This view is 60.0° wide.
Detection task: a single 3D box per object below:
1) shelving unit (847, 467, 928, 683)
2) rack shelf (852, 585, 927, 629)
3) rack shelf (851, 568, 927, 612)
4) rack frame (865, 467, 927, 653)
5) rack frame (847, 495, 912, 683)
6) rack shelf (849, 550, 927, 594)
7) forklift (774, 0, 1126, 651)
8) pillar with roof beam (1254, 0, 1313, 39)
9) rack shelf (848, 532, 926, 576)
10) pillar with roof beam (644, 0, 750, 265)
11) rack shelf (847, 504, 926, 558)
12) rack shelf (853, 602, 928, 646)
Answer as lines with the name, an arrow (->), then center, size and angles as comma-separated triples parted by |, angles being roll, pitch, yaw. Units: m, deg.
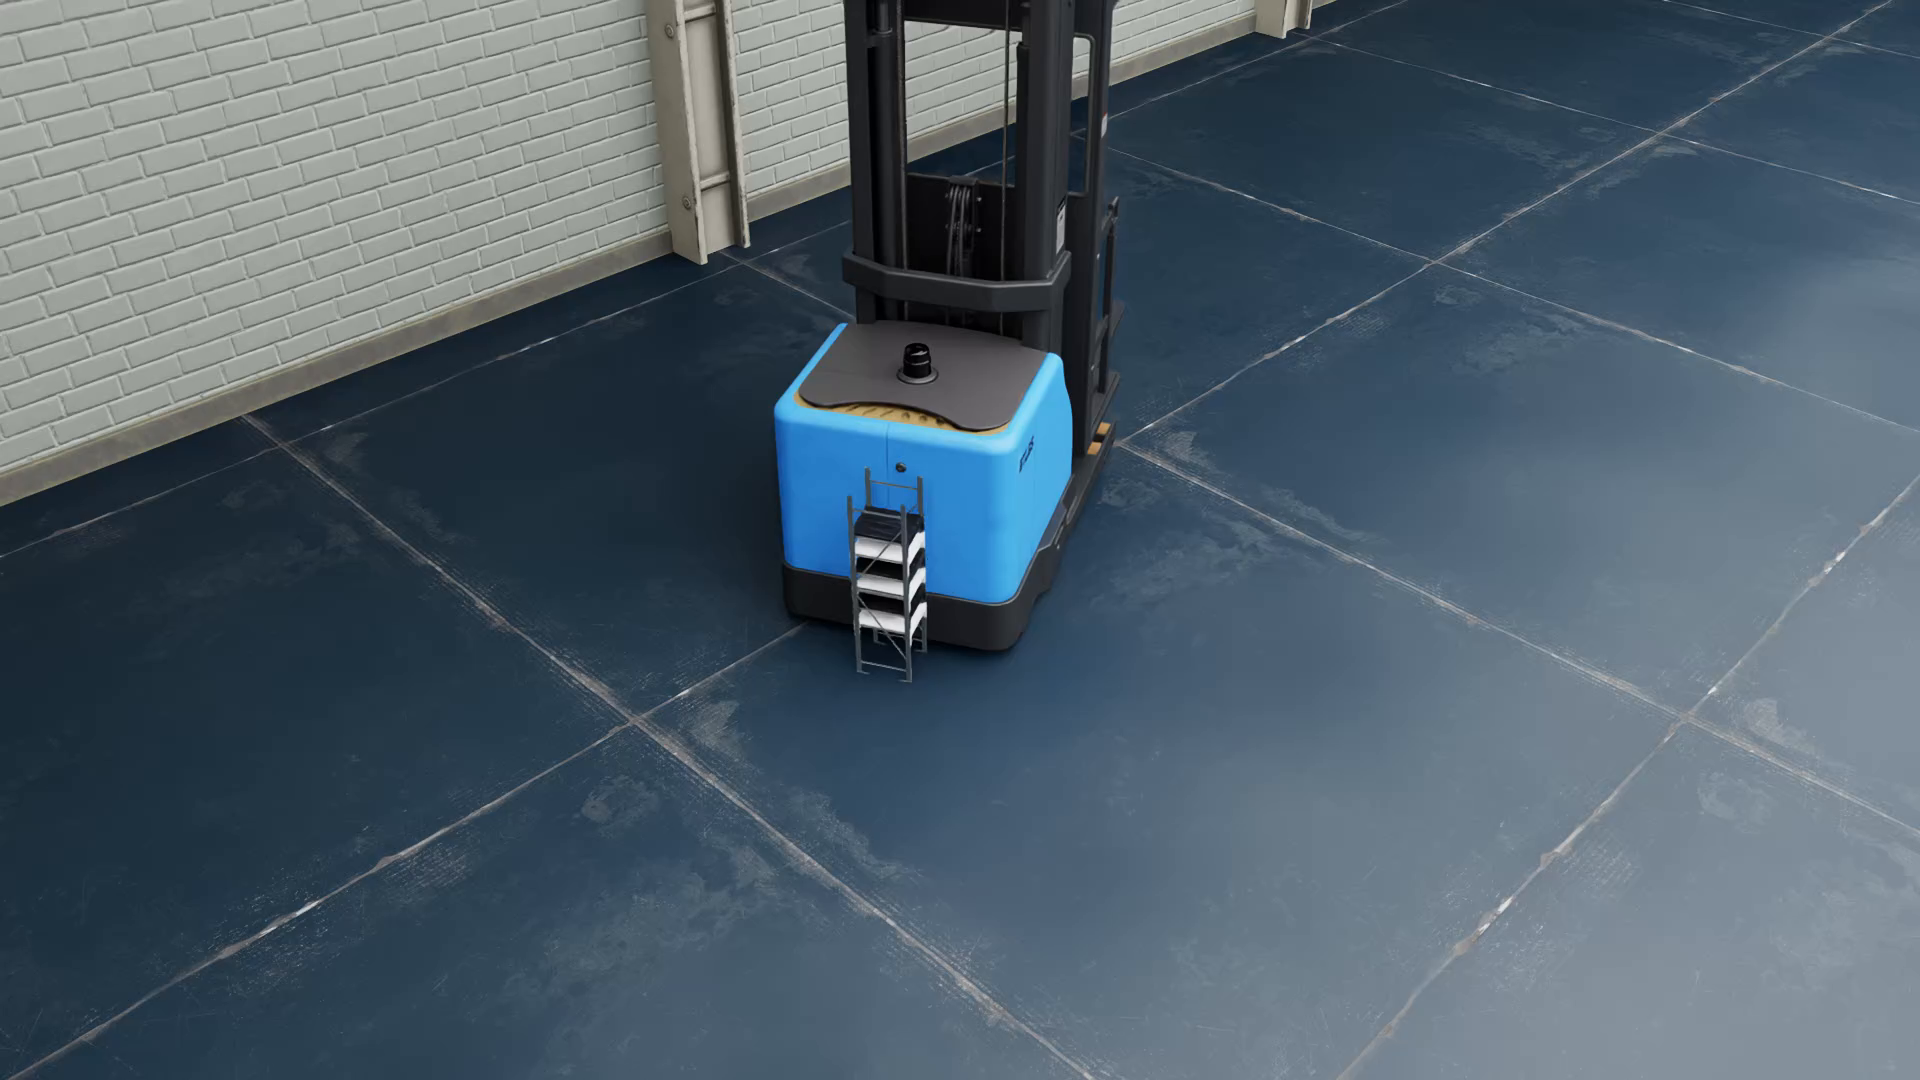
shelving unit -> -0.288, 0.153, 6.739 | 0.258, 0.900, 0.210 | 10, 38, 14
rack shelf -> -0.287, 0.252, 6.812 | 0.258, 0.077, 0.200 | 10, 38, 14
rack shelf -> -0.288, 0.180, 6.759 | 0.258, 0.077, 0.200 | 10, 38, 14
rack frame -> -0.258, 0.095, 6.817 | 0.240, 0.900, 0.006 | 10, 38, 14
rack frame -> -0.319, 0.211, 6.661 | 0.240, 0.900, 0.006 | 10, 38, 14
rack shelf -> -0.289, 0.107, 6.706 | 0.258, 0.077, 0.200 | 10, 38, 14
forklift -> 0.153, -1.579, 7.453 | 1.130, 2.935, 3.031 | 10, 36, 14
pillar with roof beam -> 5.729, -6.214, 8.794 | 9.100, 9.000, 0.400 | 30, 45, 35
rack shelf -> -0.290, 0.035, 6.652 | 0.258, 0.077, 0.200 | 10, 38, 14
pillar with roof beam -> 1.502, -3.778, 5.301 | 9.100, 9.000, 0.400 | 30, 45, 35
rack shelf -> -0.290, -0.038, 6.599 | 0.258, 0.077, 0.200 | 10, 38, 14
rack shelf -> -0.287, 0.324, 6.866 | 0.258, 0.077, 0.200 | 10, 38, 14
